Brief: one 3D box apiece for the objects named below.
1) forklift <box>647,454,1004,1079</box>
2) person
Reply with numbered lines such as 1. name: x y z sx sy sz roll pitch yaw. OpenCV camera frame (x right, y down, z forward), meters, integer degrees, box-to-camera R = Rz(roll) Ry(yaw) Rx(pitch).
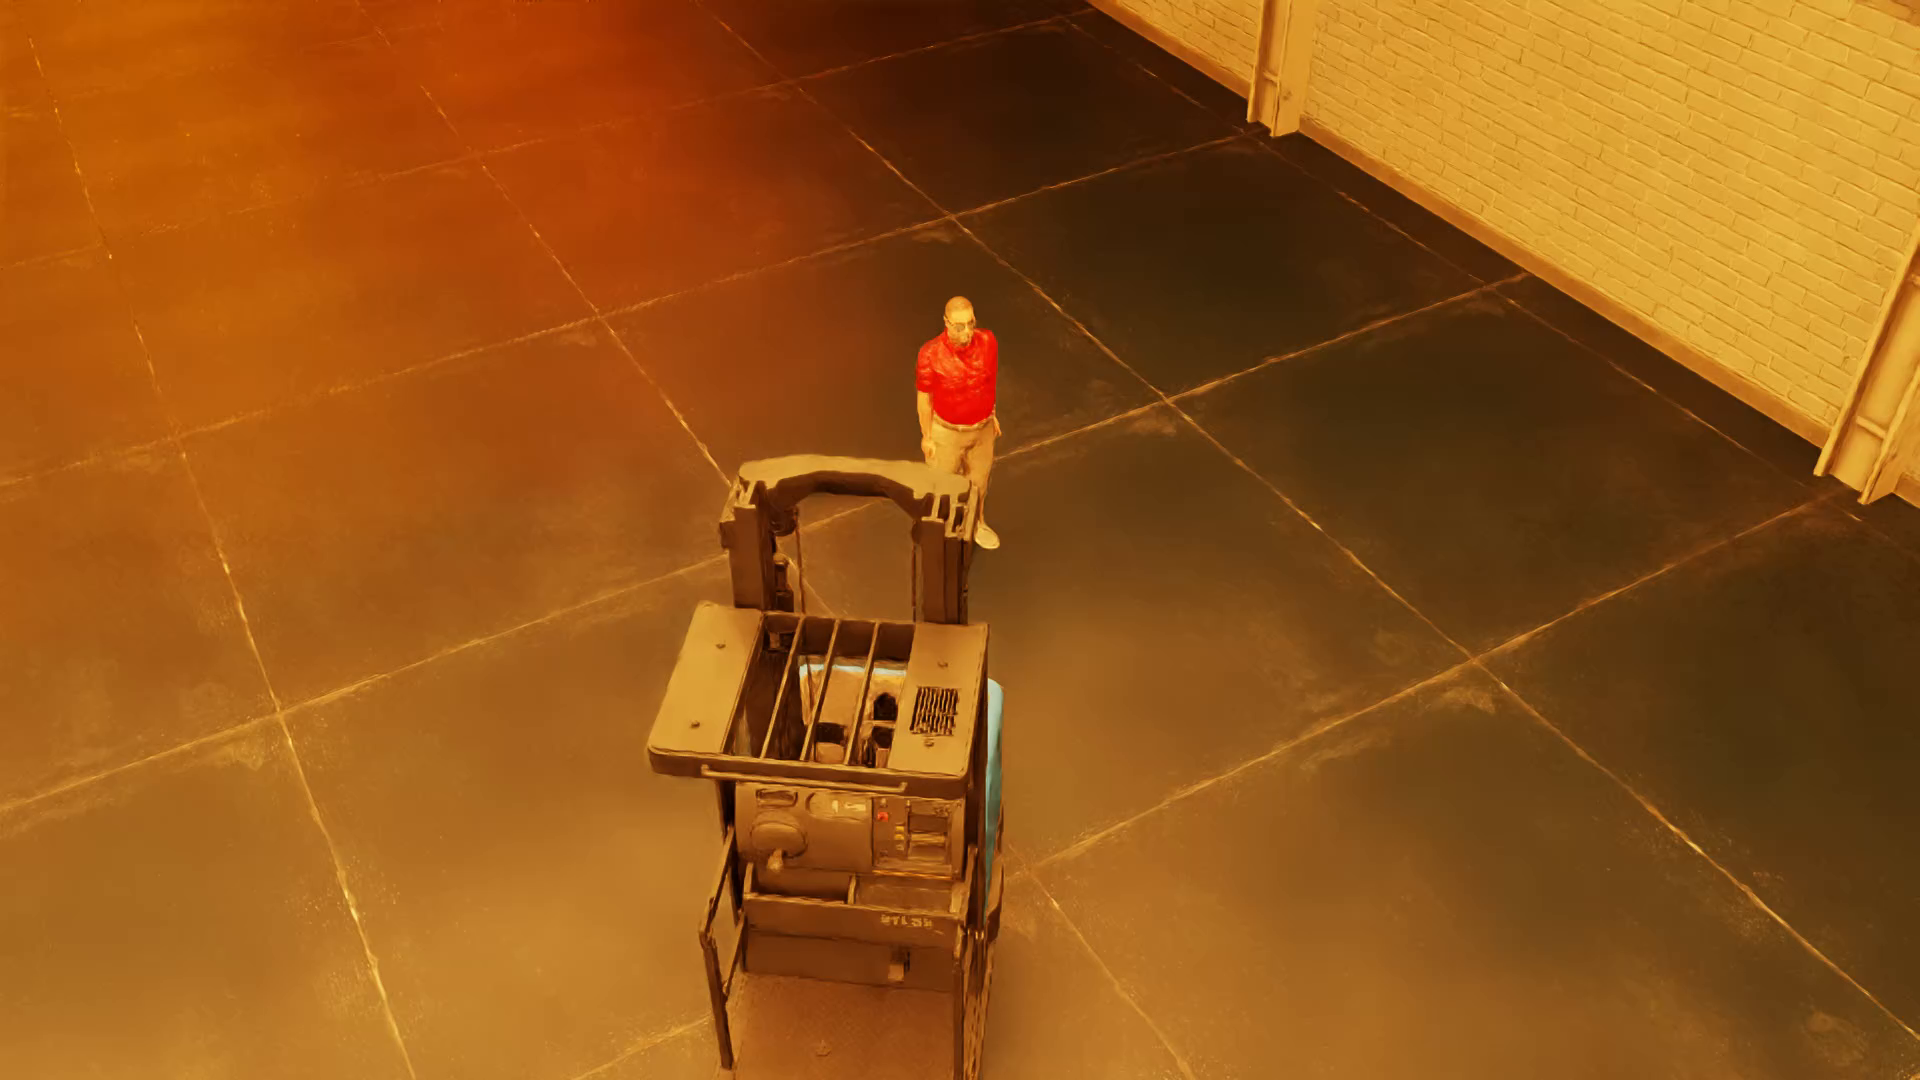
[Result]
1. forklift: -0.467 1.247 6.532 1.130 2.935 3.031 4 40 5
2. person: 0.013 -0.651 9.764 0.523 1.730 0.365 -20 44 -23
